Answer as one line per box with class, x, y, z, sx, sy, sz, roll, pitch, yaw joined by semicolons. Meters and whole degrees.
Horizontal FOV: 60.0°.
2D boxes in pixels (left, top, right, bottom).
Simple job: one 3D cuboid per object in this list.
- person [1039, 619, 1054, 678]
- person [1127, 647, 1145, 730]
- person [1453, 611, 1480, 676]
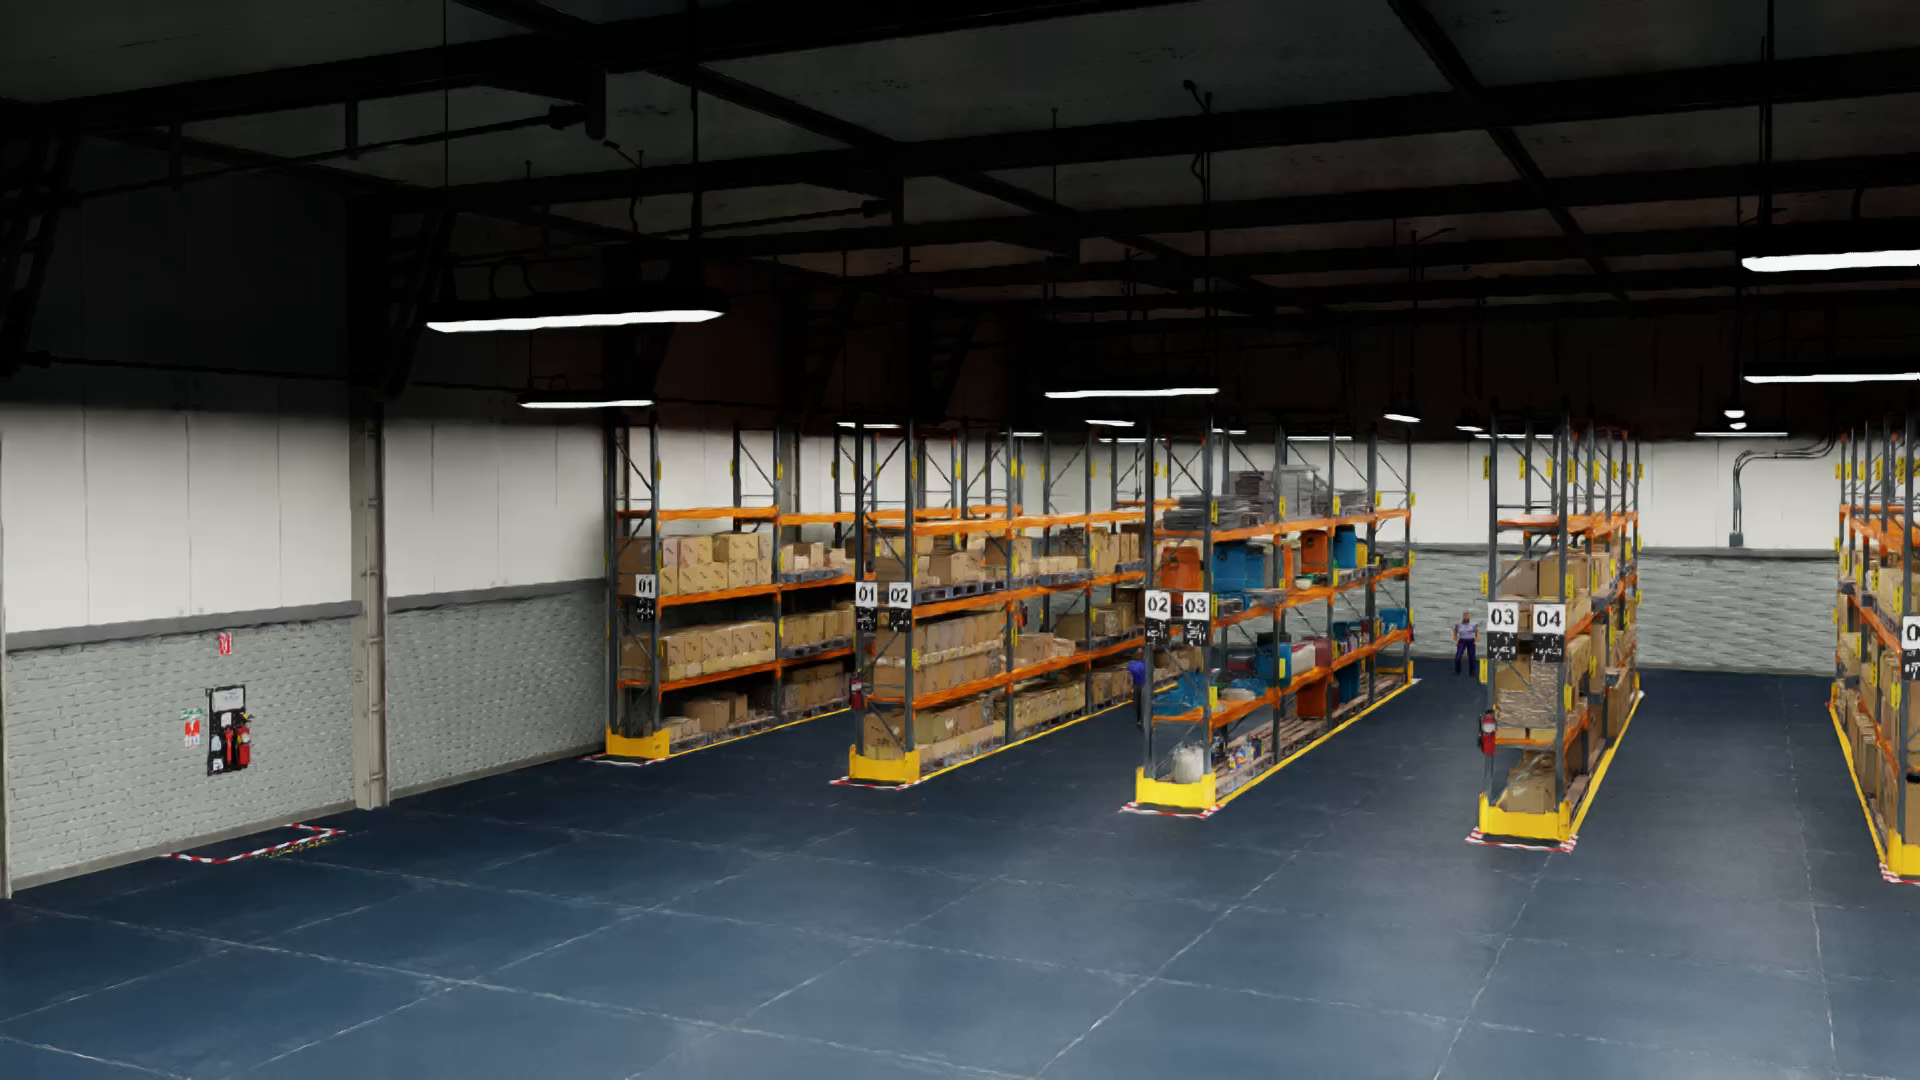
person;2.003;2.535;37.796;0.444;1.725;0.581;0;2;-6
person;3.464;2.844;32.060;0.443;1.587;0.997;1;3;17
person;12.327;2.518;40.498;0.625;1.581;0.517;1;3;23
